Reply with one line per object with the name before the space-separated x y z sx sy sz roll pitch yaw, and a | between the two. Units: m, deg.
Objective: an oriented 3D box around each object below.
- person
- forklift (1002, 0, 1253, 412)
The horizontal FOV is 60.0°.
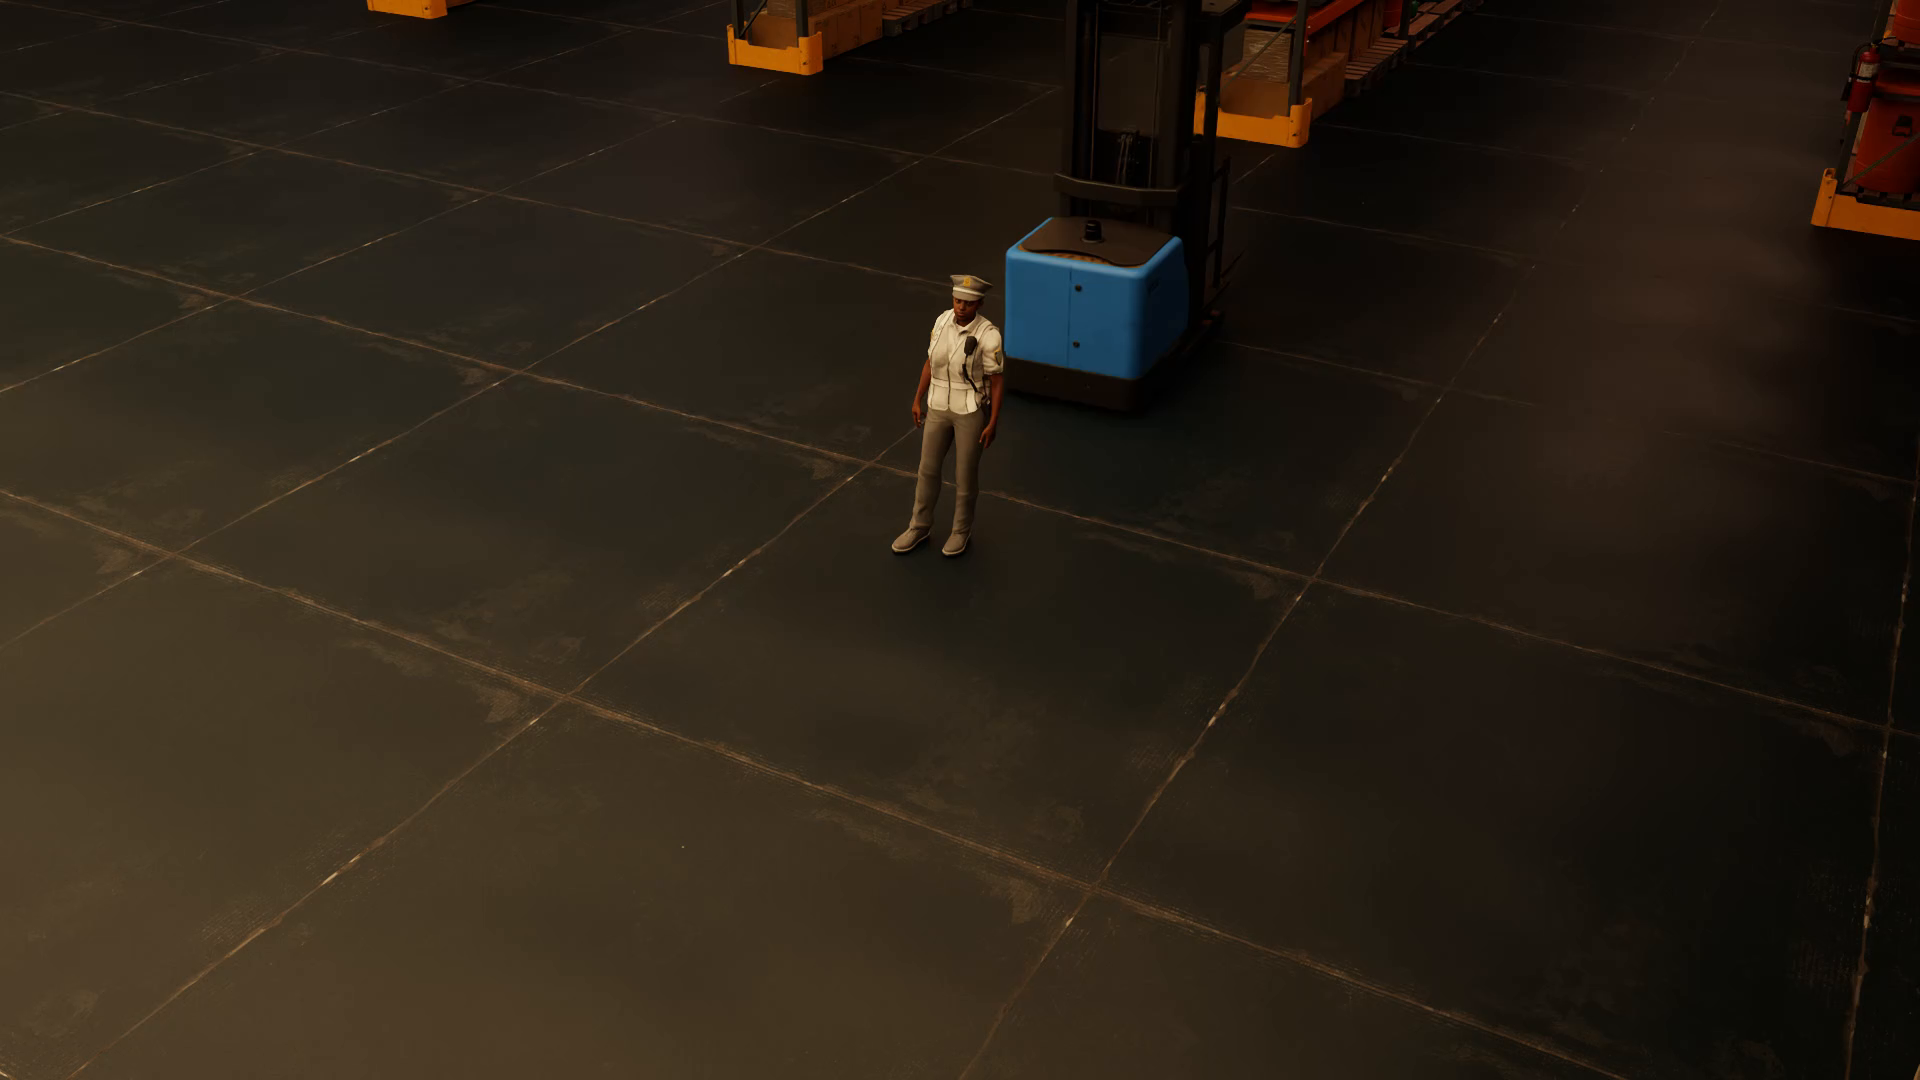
person | -0.054 -0.712 9.527 0.569 1.695 0.528 15 33 25
forklift | 1.382 -2.863 12.031 1.130 2.935 3.031 13 33 22
